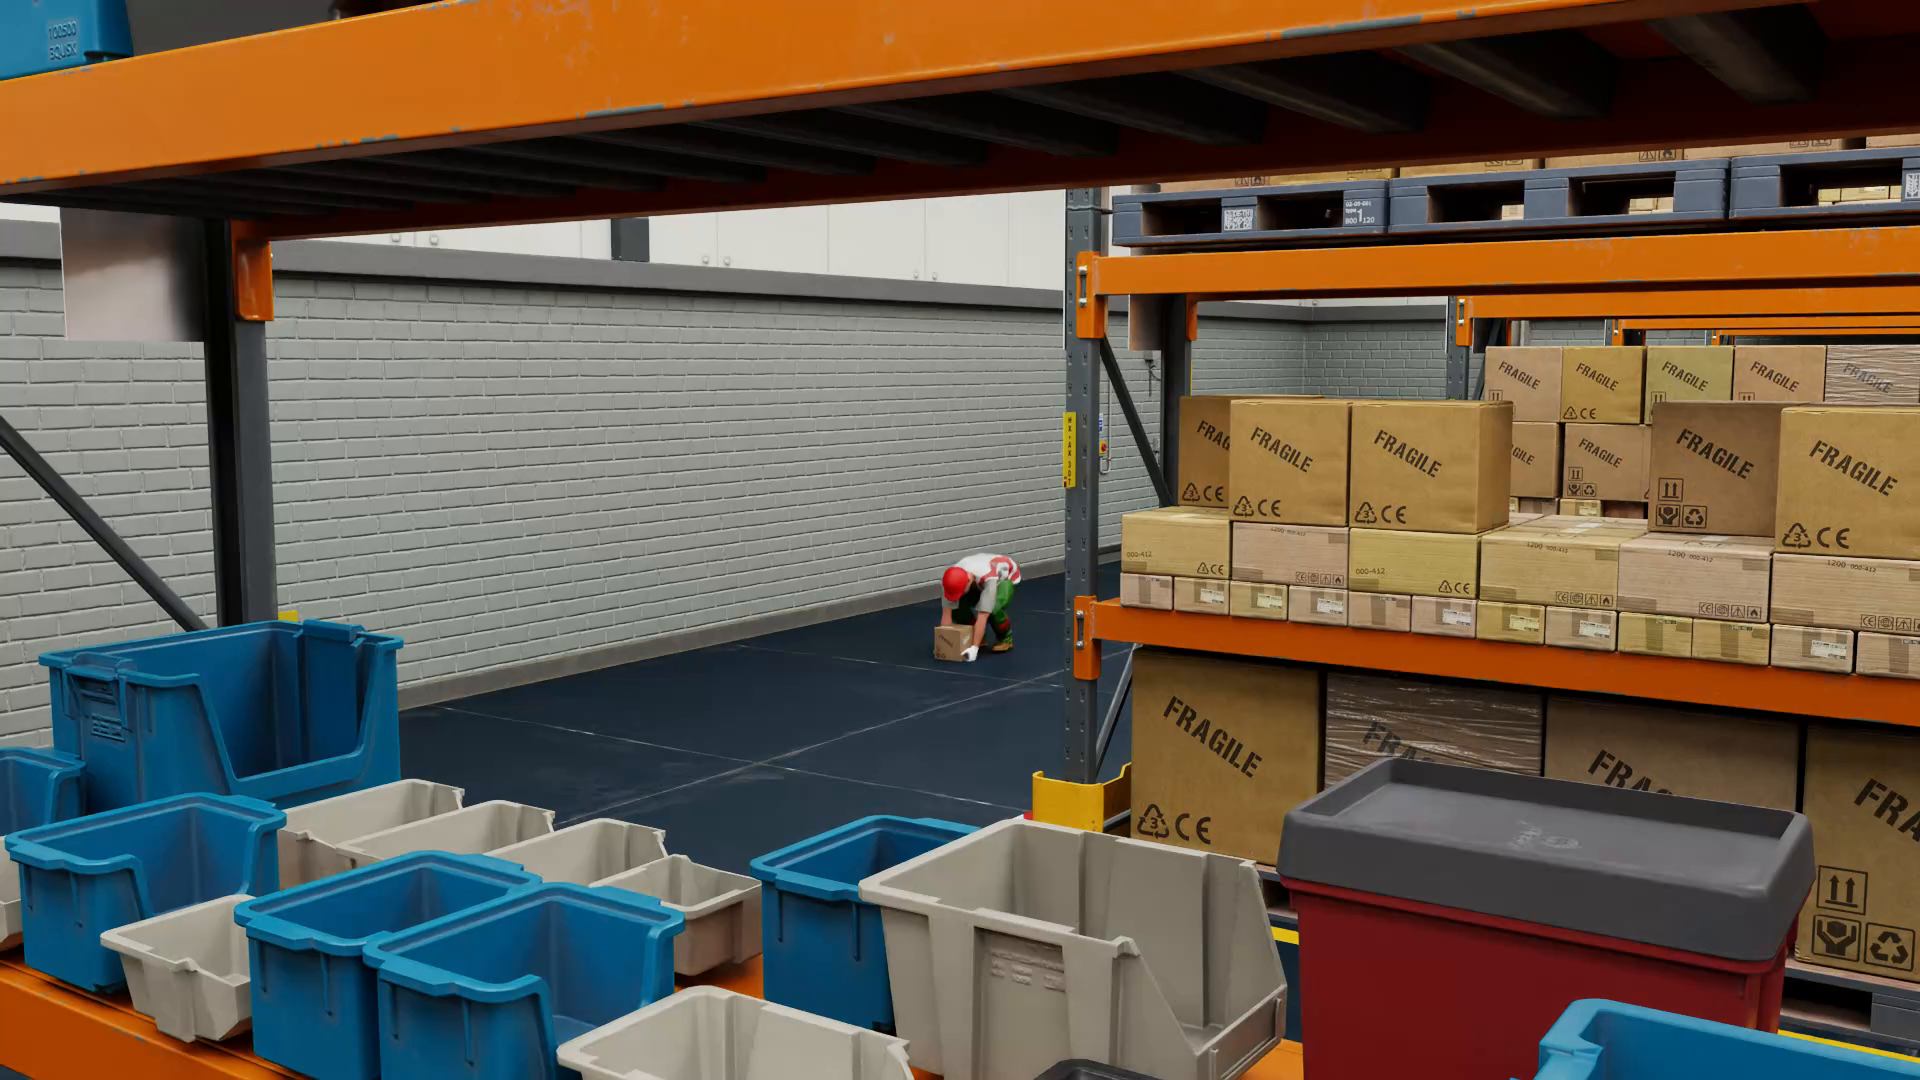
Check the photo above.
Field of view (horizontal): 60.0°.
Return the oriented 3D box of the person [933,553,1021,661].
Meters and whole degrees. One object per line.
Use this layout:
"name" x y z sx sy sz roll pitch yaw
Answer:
"person" 0.139 0.532 13.438 0.526 0.820 0.965 4 7 32
